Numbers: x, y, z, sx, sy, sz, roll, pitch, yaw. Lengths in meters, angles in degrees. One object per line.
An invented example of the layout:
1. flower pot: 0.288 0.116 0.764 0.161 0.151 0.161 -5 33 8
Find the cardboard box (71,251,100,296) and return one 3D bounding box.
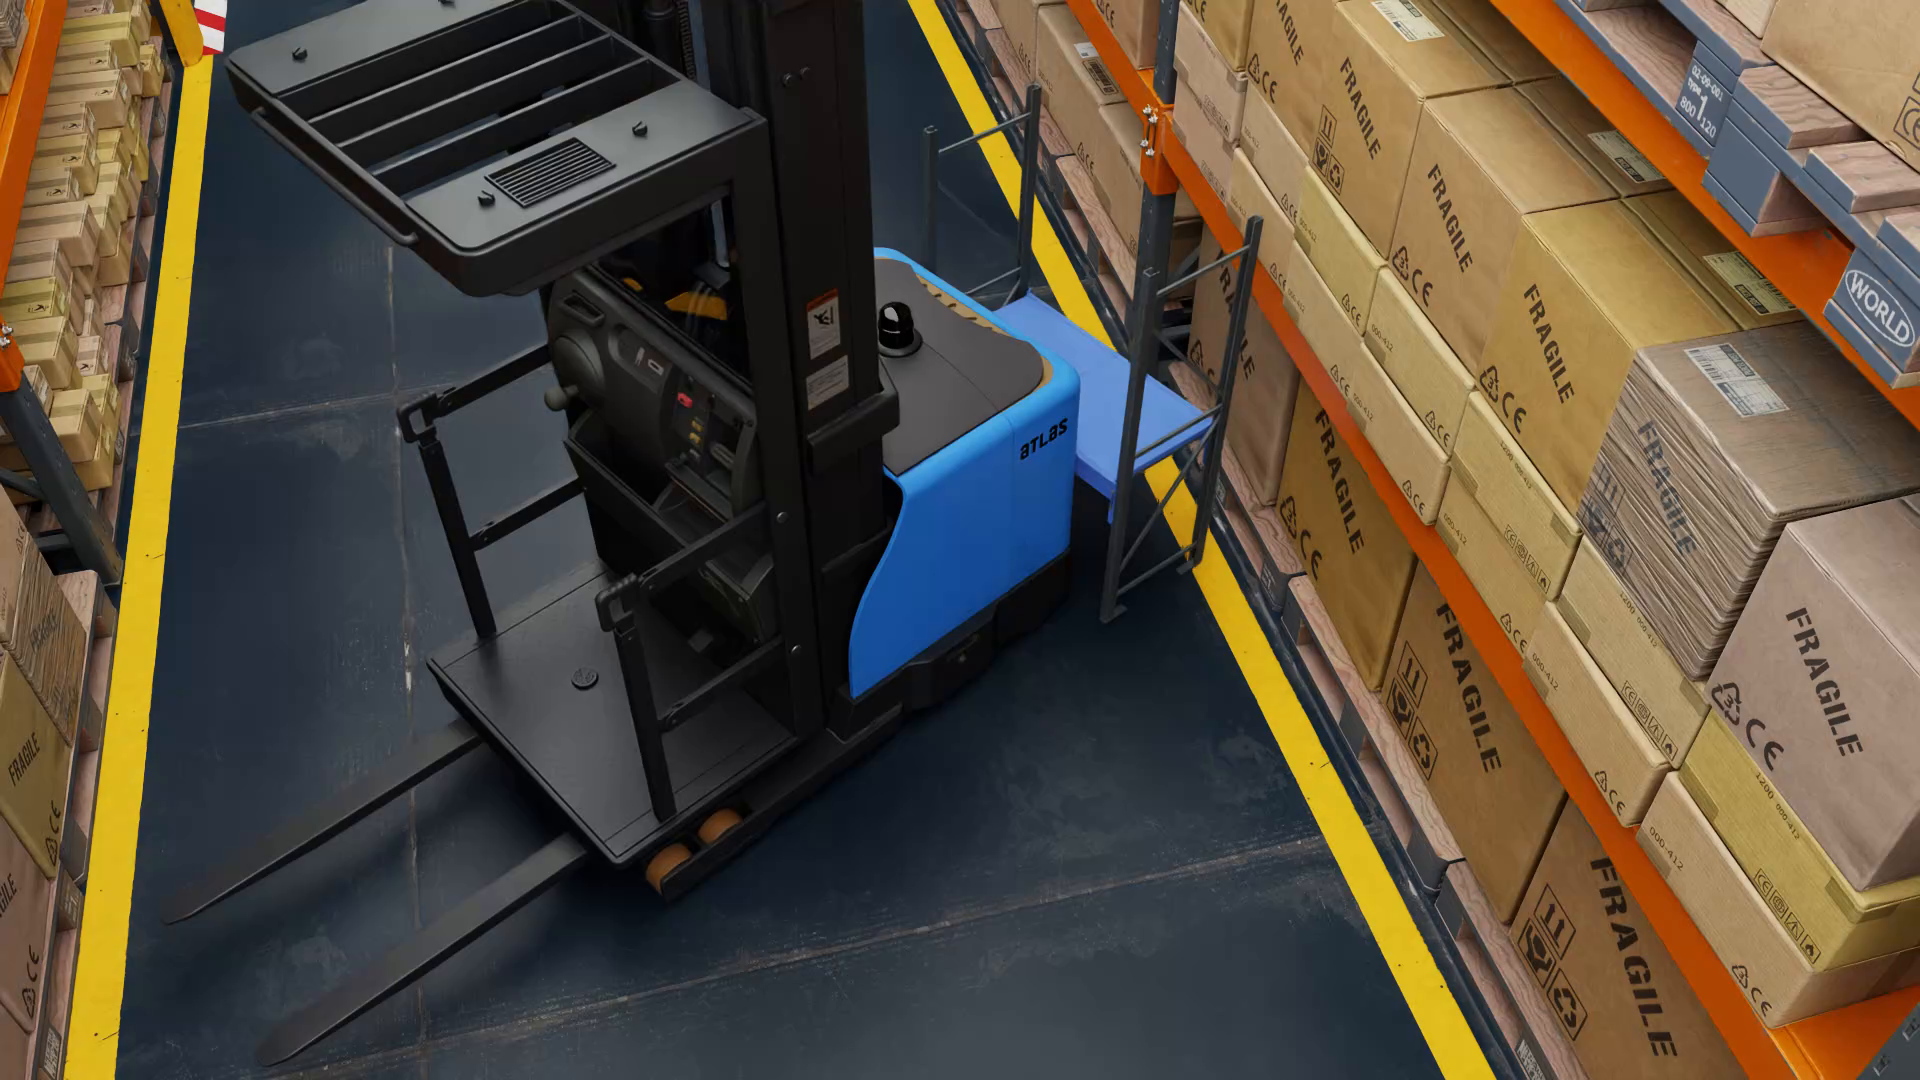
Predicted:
1. cardboard box: -3.714 -1.094 6.716 0.380 0.149 0.250 -9 46 -8

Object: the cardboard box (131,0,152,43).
1. cardboard box: -4.180 -2.534 8.127 0.380 0.149 0.250 -12 47 -11

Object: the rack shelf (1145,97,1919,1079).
1. rack shelf: 1.704 -0.173 4.823 1.077 0.370 4.000 -11 47 -10

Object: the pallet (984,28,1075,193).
1. pallet: 0.757 -2.213 8.271 1.003 0.211 1.213 -11 47 -10

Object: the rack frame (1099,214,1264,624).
1. rack frame: 0.717 -0.354 5.534 0.500 1.500 0.032 -30 53 -29

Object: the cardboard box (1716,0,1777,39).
1. cardboard box: 1.525 -1.081 2.909 0.396 0.266 0.258 -12 47 -11

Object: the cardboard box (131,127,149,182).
1. cardboard box: -3.905 -1.727 7.544 0.380 0.149 0.250 -13 47 -12

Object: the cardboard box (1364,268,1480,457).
1. cardboard box: 1.427 -0.516 4.411 0.500 0.250 0.500 -12 47 -12

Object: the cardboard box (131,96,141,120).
1. cardboard box: -4.107 -2.060 7.870 0.380 0.149 0.250 -11 47 -11

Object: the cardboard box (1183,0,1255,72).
1. cardboard box: 1.027 -1.835 5.178 0.500 0.500 0.500 -10 46 -10

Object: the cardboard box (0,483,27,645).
1. cardboard box: -3.132 0.102 4.981 0.500 0.250 0.500 -12 47 -11

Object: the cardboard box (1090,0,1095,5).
1. cardboard box: 0.689 -2.469 6.499 0.500 0.500 0.500 -12 47 -11

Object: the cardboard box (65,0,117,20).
1. cardboard box: -4.202 -2.447 7.833 0.380 0.149 0.250 -10 46 -10

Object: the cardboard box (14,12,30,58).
1. cardboard box: -3.708 -1.899 6.187 0.380 0.149 0.250 -9 46 -9

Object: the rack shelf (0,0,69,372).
1. rack shelf: -4.079 -1.960 6.575 1.077 0.370 4.000 -11 47 -10

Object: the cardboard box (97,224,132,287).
1. cardboard box: -3.721 -1.179 7.007 0.380 0.149 0.250 -12 47 -11

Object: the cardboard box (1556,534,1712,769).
1. cardboard box: 1.711 0.192 3.717 0.500 0.250 0.500 -12 47 -11

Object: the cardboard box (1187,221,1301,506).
1. cardboard box: 1.428 -0.796 6.123 0.875 0.875 0.875 -9 46 -9

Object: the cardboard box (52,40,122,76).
1. cardboard box: -4.008 -2.101 7.494 0.380 0.149 0.250 -12 47 -12

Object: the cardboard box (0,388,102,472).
1. cardboard box: -3.351 -0.393 6.029 0.380 0.149 0.250 -9 46 -8

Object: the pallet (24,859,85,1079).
1. pallet: -3.051 1.526 4.607 1.003 0.211 1.213 -11 47 -10

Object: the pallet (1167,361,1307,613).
1. pallet: 1.462 -0.311 6.407 1.003 0.211 1.213 -11 47 -10

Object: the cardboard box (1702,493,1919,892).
1. cardboard box: 1.831 0.261 3.123 0.500 0.500 0.500 -12 47 -11

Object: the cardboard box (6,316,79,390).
1. cardboard box: -3.468 -0.665 6.087 0.380 0.149 0.250 -9 46 -8

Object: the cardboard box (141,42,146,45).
1. cardboard box: -4.255 -2.417 8.220 0.380 0.149 0.250 -10 46 -10

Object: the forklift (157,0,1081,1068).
1. forklift: -1.020 -0.344 4.535 3.031 2.935 1.130 -34 54 -29

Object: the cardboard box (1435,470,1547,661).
1. cardboard box: 1.576 0.006 4.249 0.500 0.250 0.500 -11 47 -11

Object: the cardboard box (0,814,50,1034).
1. cardboard box: -2.876 1.071 4.556 0.500 0.500 0.500 -12 47 -11

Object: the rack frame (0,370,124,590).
1. rack frame: -3.567 -0.831 4.964 1.000 3.000 0.127 -11 47 -10

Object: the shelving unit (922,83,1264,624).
1. shelving unit: 0.388 -0.631 5.806 0.538 1.500 1.048 -30 53 -29

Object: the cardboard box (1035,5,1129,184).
1. cardboard box: 0.905 -2.127 7.734 0.875 0.438 0.875 -12 47 -11

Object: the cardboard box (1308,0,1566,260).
1. cardboard box: 1.310 -1.142 4.499 0.500 0.500 0.500 -12 47 -11

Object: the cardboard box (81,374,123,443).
1. cardboard box: -3.418 -0.474 6.317 0.380 0.149 0.250 -9 46 -9

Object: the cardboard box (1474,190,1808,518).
1. cardboard box: 1.571 -0.435 3.806 0.500 0.500 0.500 -11 47 -10

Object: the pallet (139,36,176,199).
1. pallet: -4.398 -1.997 8.059 1.003 0.211 1.213 -11 47 -10

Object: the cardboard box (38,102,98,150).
1. cardboard box: -3.925 -1.724 7.124 0.380 0.149 0.250 -12 47 -12

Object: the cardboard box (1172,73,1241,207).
1. cardboard box: 1.049 -1.401 5.628 0.500 0.250 0.500 -12 47 -11

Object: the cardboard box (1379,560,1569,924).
1. cardboard box: 1.895 0.444 4.909 0.875 0.875 0.875 -10 46 -10

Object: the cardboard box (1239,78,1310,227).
1. cardboard box: 1.193 -1.218 5.099 0.500 0.250 0.500 -10 46 -10

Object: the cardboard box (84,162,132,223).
1. cardboard box: -3.756 -1.455 7.069 0.380 0.149 0.250 -10 46 -10

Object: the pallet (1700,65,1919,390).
1. pallet: 2.000 -0.463 2.636 1.213 0.211 1.003 -9 46 -8

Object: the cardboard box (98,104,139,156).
1. cardboard box: -3.901 -1.820 7.427 0.380 0.149 0.250 -10 46 -10

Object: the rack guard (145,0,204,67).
1. rack guard: -4.572 -2.665 8.512 1.175 0.500 0.348 -11 47 -10

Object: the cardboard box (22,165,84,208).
1. cardboard box: -3.805 -1.370 6.778 0.380 0.149 0.250 -12 47 -12

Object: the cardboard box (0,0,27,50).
1. cardboard box: -3.678 -2.053 5.883 0.500 0.500 0.500 -12 47 -11

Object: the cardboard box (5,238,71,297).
1. cardboard box: -3.670 -1.007 6.422 0.380 0.149 0.250 -12 47 -11

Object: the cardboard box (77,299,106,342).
1. cardboard box: -3.645 -0.802 6.638 0.380 0.149 0.250 -12 47 -11

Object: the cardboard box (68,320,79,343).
1. cardboard box: -3.600 -0.713 6.342 0.380 0.149 0.250 -11 47 -11

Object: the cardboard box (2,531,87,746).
1. cardboard box: -3.134 0.362 5.252 0.500 0.500 0.500 -12 47 -11

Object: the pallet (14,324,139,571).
1. pallet: -3.773 -0.312 6.408 1.003 0.211 1.213 -11 47 -10

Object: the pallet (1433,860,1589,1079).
1. pallet: 2.087 1.374 4.756 1.003 0.211 1.213 -11 47 -10

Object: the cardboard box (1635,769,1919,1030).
1. cardboard box: 1.835 0.706 3.562 0.500 0.250 0.500 -12 47 -12

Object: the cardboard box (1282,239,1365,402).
1. cardboard box: 1.299 -0.688 4.929 0.500 0.250 0.500 -11 47 -11
